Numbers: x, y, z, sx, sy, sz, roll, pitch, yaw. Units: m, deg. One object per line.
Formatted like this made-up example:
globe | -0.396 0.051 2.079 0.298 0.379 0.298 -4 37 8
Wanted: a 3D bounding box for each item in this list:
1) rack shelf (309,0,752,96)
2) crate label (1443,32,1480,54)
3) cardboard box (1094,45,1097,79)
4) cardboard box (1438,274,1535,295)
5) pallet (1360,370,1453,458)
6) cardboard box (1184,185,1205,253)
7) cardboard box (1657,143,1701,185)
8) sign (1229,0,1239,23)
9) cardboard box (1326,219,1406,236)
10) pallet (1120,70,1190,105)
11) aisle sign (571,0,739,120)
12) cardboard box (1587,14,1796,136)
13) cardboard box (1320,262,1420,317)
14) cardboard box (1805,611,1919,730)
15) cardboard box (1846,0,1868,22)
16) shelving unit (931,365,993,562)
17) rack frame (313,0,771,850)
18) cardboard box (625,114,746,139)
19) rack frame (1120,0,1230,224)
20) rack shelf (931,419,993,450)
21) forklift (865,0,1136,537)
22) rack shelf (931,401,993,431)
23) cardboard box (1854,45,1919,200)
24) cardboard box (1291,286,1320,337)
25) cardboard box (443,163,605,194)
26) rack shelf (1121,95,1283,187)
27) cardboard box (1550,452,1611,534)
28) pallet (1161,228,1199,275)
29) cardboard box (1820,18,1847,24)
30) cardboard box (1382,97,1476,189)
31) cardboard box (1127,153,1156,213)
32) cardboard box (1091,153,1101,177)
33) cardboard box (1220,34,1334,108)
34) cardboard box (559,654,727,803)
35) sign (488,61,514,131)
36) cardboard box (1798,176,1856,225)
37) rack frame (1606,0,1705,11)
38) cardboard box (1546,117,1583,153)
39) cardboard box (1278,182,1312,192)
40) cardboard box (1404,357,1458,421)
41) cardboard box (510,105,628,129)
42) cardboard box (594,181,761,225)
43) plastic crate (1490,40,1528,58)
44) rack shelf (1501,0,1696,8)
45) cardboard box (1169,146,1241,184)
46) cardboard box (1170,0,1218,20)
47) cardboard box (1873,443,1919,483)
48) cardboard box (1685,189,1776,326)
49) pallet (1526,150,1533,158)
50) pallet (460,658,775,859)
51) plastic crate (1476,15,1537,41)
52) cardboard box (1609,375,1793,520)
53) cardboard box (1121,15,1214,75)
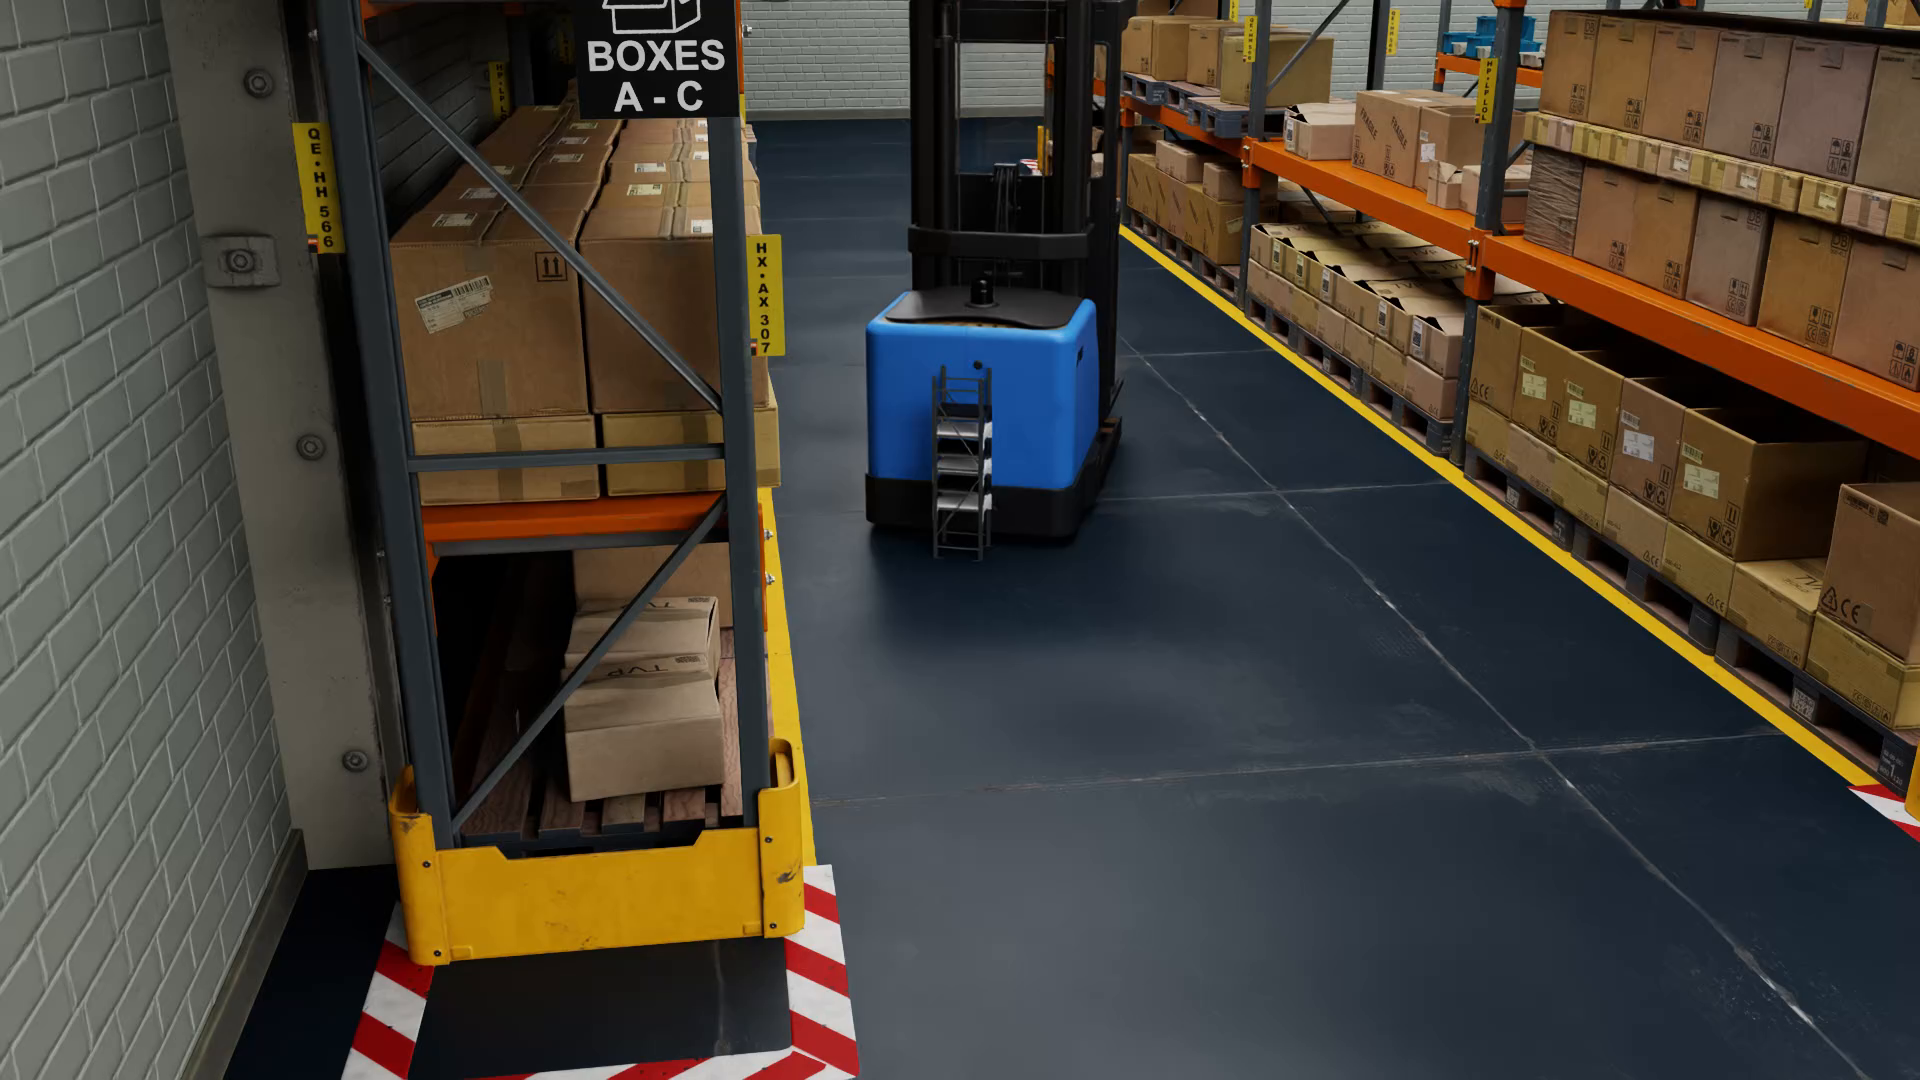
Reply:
rack shelf | -1.347 -1.977 5.965 1.077 0.370 4.000 -3 21 -8
crate label | 6.149 -6.104 20.425 0.416 0.233 0.303 -3 21 -8
cardboard box | 1.635 -5.186 17.671 0.500 0.500 0.500 -2 21 -7
cardboard box | 3.311 -1.533 10.561 0.500 0.311 0.500 -4 21 -10
pallet | 3.122 -0.800 10.055 1.003 0.211 1.213 -3 21 -8
cardboard box | 2.249 -2.764 14.273 0.500 0.500 0.500 -4 21 -10
cardboard box | 3.303 -1.655 7.290 0.380 0.149 0.250 -4 21 -9
sign | 2.662 -5.194 16.182 0.100 0.325 0.005 -3 21 -8
cardboard box | 3.009 -2.240 12.455 0.500 0.311 0.500 -2 21 -6
pallet | 2.121 -4.251 15.584 1.003 0.211 1.213 -3 21 -8
aisle sign | -0.751 -1.425 4.028 0.394 0.787 0.004 -3 21 -8
cardboard box | 3.411 -2.179 7.767 0.700 0.500 0.500 -3 21 -8
cardboard box | 2.705 -1.677 10.947 0.500 0.311 0.500 -3 21 -8
cardboard box | 3.473 0.453 6.047 0.500 0.250 0.500 -3 21 -8
cardboard box | 11.214 -6.573 20.246 0.500 0.500 0.500 -3 21 -9
shelving unit | 0.010 -0.361 7.895 0.258 0.900 0.210 4 21 11
rack frame | -1.058 -0.217 4.509 1.000 3.000 0.127 -3 21 -8
cardboard box | -1.183 -1.572 7.251 0.500 0.500 0.500 -3 21 -8
rack frame | 2.113 -4.623 16.306 1.000 3.000 0.127 -3 21 -8
rack shelf | 0.010 -0.498 7.844 0.258 0.077 0.200 4 21 11
forklift | 0.332 -1.870 9.033 1.130 2.935 3.031 4 21 11
rack shelf | 0.010 -0.582 7.813 0.258 0.077 0.200 4 21 11
cardboard box | 3.700 -1.485 5.908 0.700 0.500 0.500 -3 21 -9
cardboard box | 2.629 -1.597 11.533 0.500 0.250 0.500 -3 21 -9
cardboard box | -1.478 -1.013 5.756 0.500 0.500 0.500 -3 21 -9
rack shelf | 2.402 -3.593 14.578 1.077 0.370 4.000 -3 21 -8
cardboard box | 3.167 -0.239 7.898 0.500 0.250 0.500 -3 21 -8
pallet | 2.447 -2.613 14.912 1.003 0.211 1.213 -3 21 -8
cardboard box | 11.142 -6.395 20.841 0.500 0.250 0.500 -3 21 -9
cardboard box | 3.024 -2.522 10.539 0.500 0.500 0.500 -3 21 -8
cardboard box | 1.942 -3.478 16.185 0.500 0.500 0.500 -4 21 -10
cardboard box | 1.642 -4.012 17.885 0.500 0.311 0.500 -3 21 -8
cardboard box | 2.488 -3.694 13.076 0.700 0.500 0.500 -10 23 -26
cardboard box | -1.069 0.593 5.556 0.500 0.311 0.500 -5 21 -14
sign | -2.184 -2.115 7.937 0.100 0.325 0.005 -3 21 -8
cardboard box | 3.451 -1.299 6.336 0.380 0.149 0.250 -2 21 -6
rack frame | 7.016 -4.871 16.971 1.000 3.000 0.127 -3 21 -8
cardboard box | 3.150 -2.014 8.251 0.380 0.149 0.250 -3 21 -7
cardboard box | 2.759 -2.800 14.369 0.500 0.500 0.500 -3 21 -8
cardboard box | 2.920 -0.890 9.643 0.500 0.250 0.500 -3 21 -8
cardboard box | -1.774 -1.719 7.645 0.500 0.500 0.500 -3 21 -9
cardboard box | -0.891 -0.859 5.344 0.500 0.500 0.500 -3 21 -8
plastic crate | 6.339 -5.648 19.204 0.416 0.233 0.300 -3 21 -8
rack shelf | 3.555 -2.229 6.637 1.077 0.370 4.000 -3 21 -8
cardboard box | 2.159 -3.309 14.662 0.500 0.250 0.500 -3 21 -9
cardboard box | 2.324 -5.315 16.588 0.500 0.500 0.500 -2 21 -6
cardboard box | 3.912 -0.098 6.449 0.500 0.500 0.500 -3 21 -8
cardboard box | 3.563 -1.213 7.034 0.700 0.500 0.500 -2 21 -6
pallet | 6.519 -4.662 20.398 1.003 0.211 1.213 -3 21 -8
pallet | -1.151 0.780 5.826 1.003 0.211 1.213 -3 21 -8
plastic crate | 6.672 -6.194 20.378 0.616 0.435 0.499 -3 21 -8
cardboard box | 3.242 -0.417 7.304 0.500 0.500 0.500 -3 21 -8
cardboard box | 1.960 -4.691 15.746 0.700 0.500 0.500 -10 23 -26
